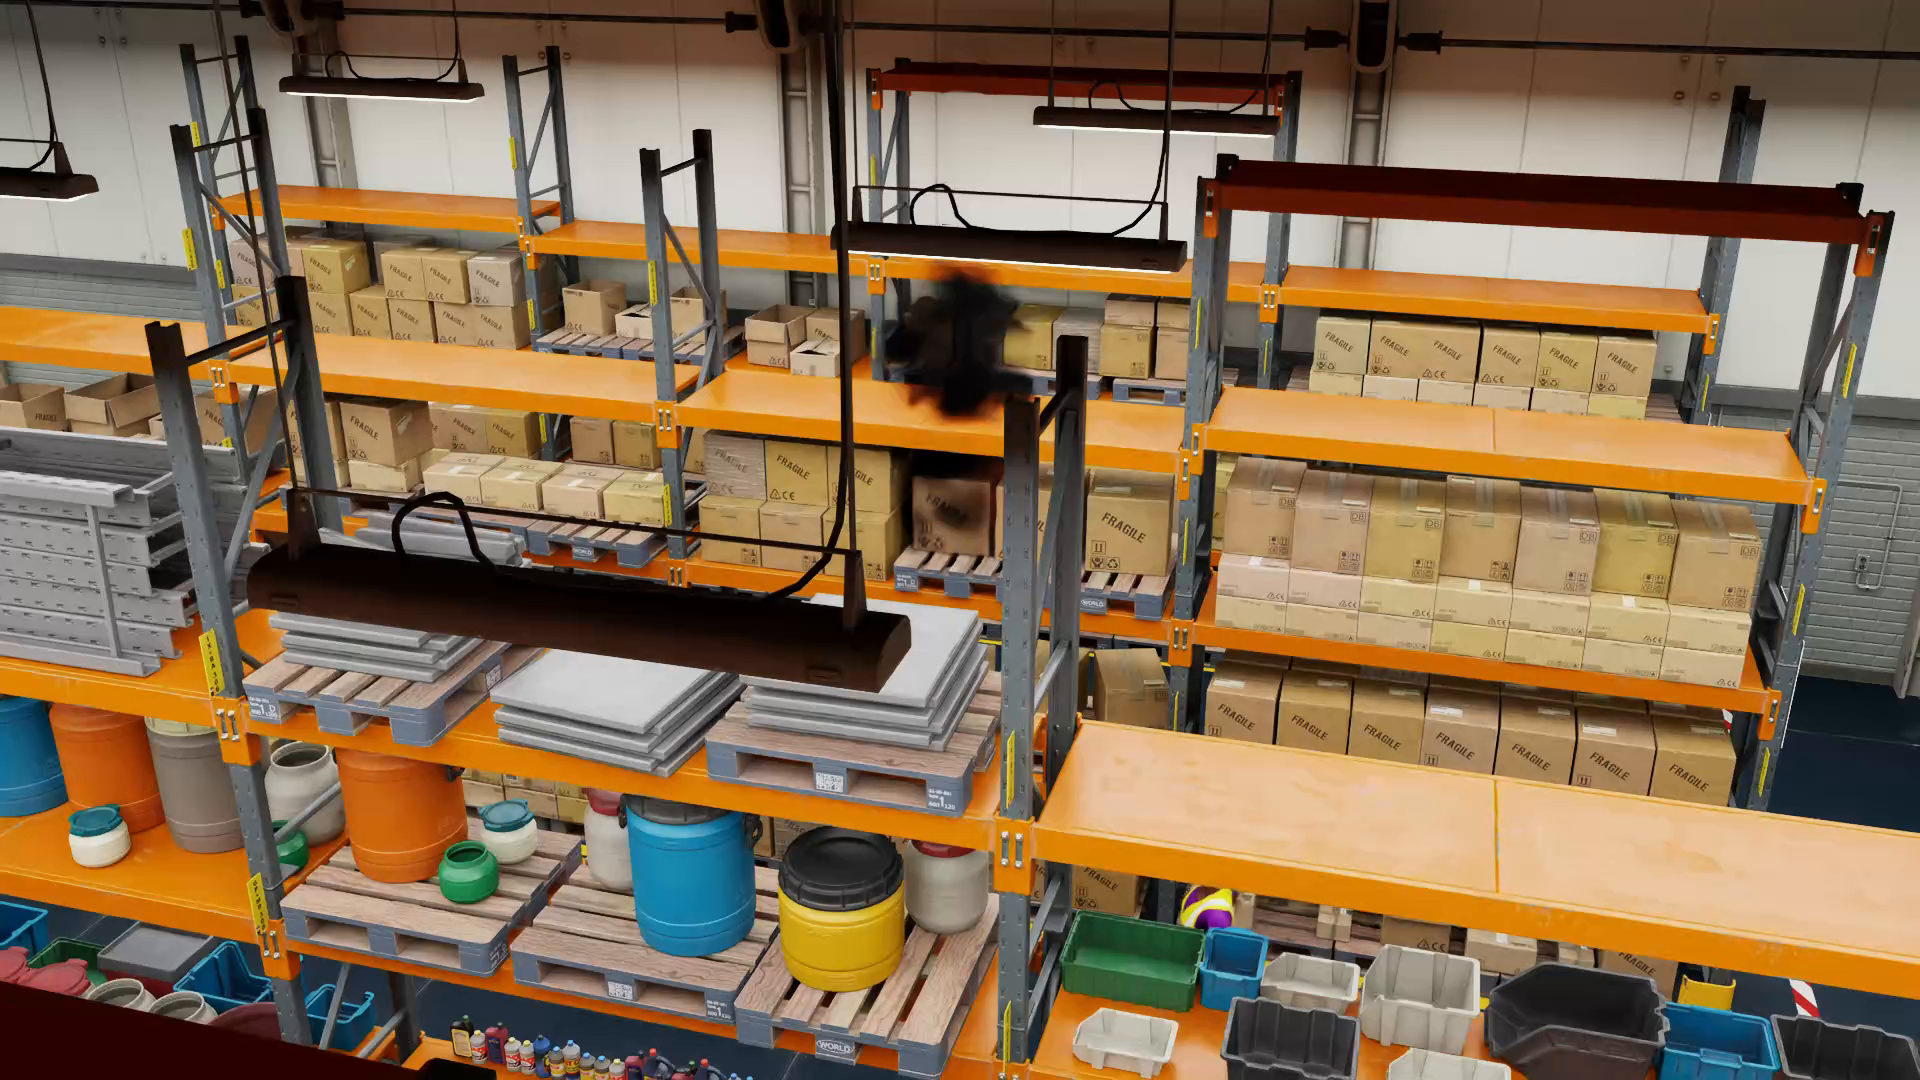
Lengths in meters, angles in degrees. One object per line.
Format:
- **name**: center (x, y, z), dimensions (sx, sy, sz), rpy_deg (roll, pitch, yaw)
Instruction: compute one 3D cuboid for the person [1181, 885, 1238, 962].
- **person**: center (1.571, 2.787, 11.065), dimensions (0.596, 1.738, 0.690), rpy_deg (0, 23, 1)
